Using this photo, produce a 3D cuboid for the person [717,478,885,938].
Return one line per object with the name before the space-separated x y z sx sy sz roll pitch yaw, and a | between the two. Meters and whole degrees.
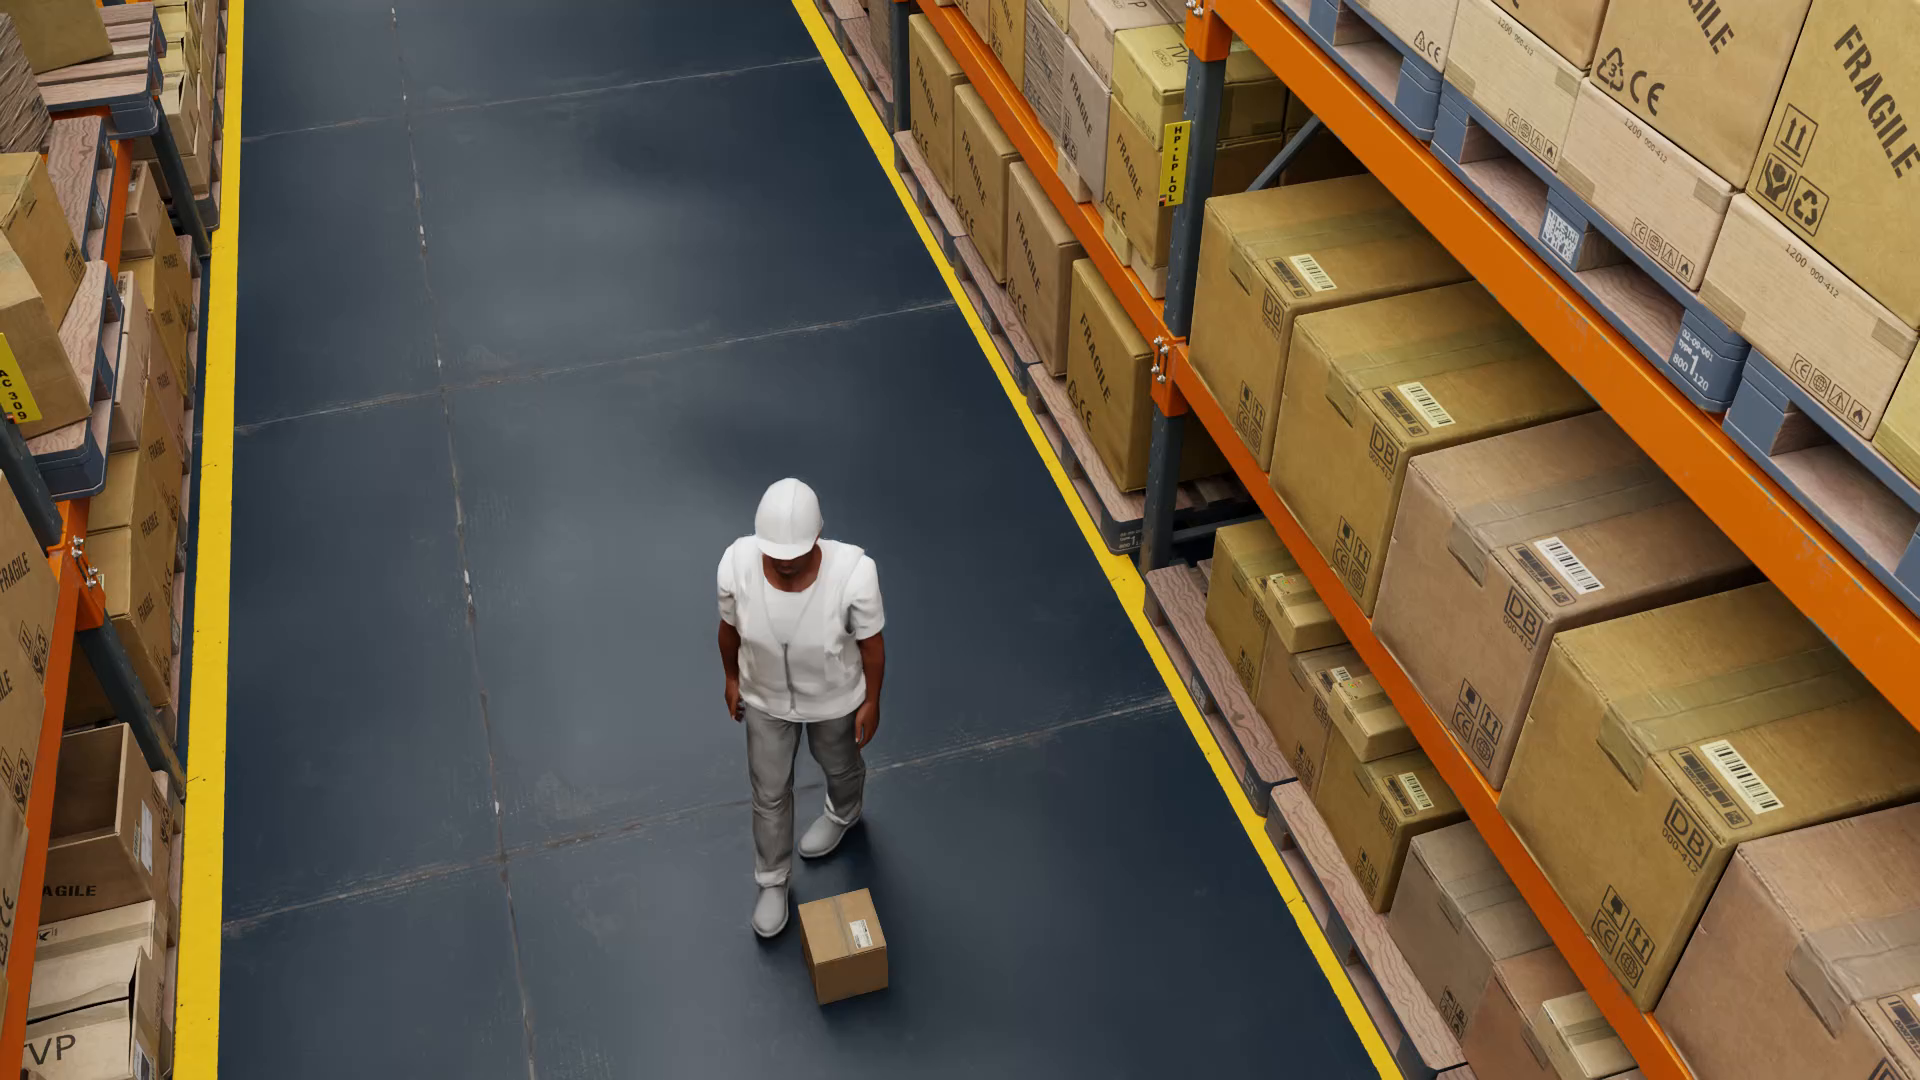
person | -0.540 0.570 5.504 0.565 1.760 0.685 5 42 5
